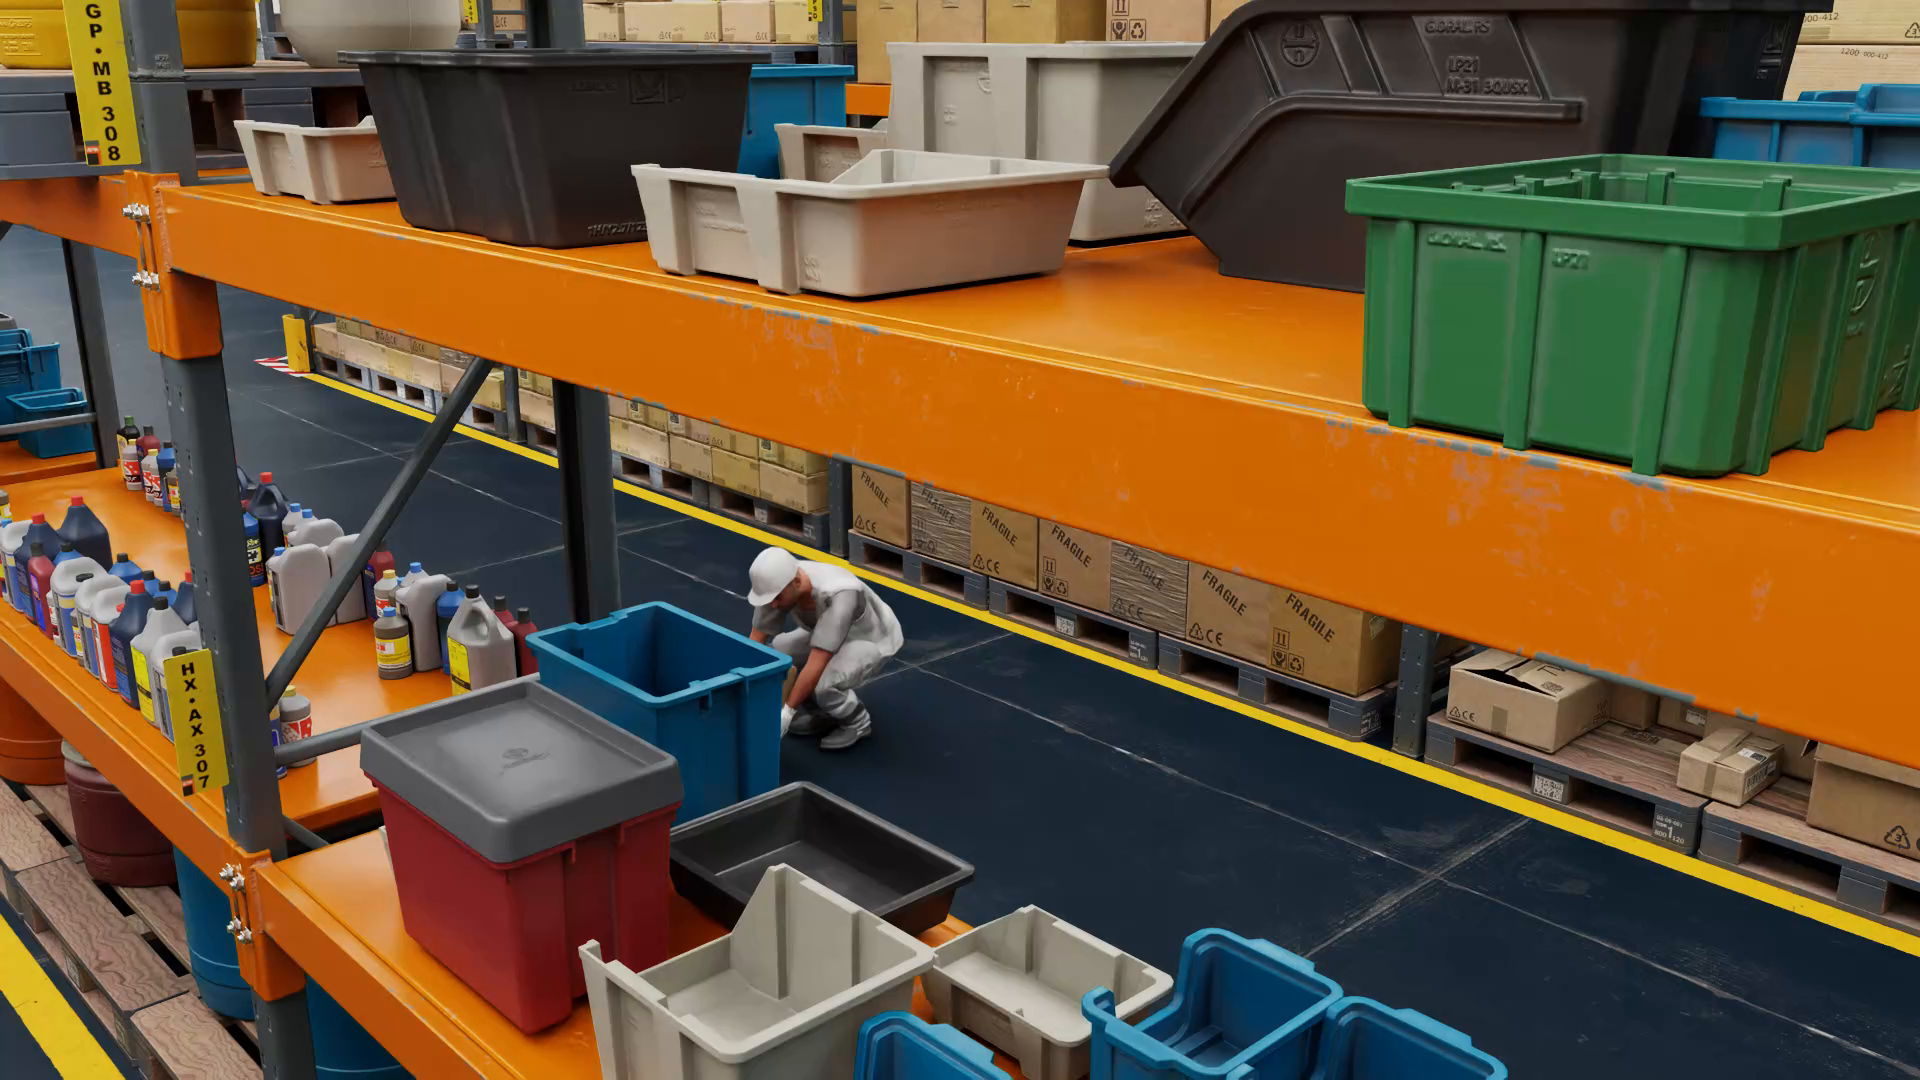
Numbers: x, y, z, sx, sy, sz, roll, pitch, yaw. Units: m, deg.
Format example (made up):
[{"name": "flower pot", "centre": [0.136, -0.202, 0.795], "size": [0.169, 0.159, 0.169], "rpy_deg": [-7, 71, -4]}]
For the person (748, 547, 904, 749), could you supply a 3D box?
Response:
[{"name": "person", "centre": [-0.635, 0.448, 7.415], "size": [0.865, 0.993, 0.562], "rpy_deg": [-15, 23, -41]}]
